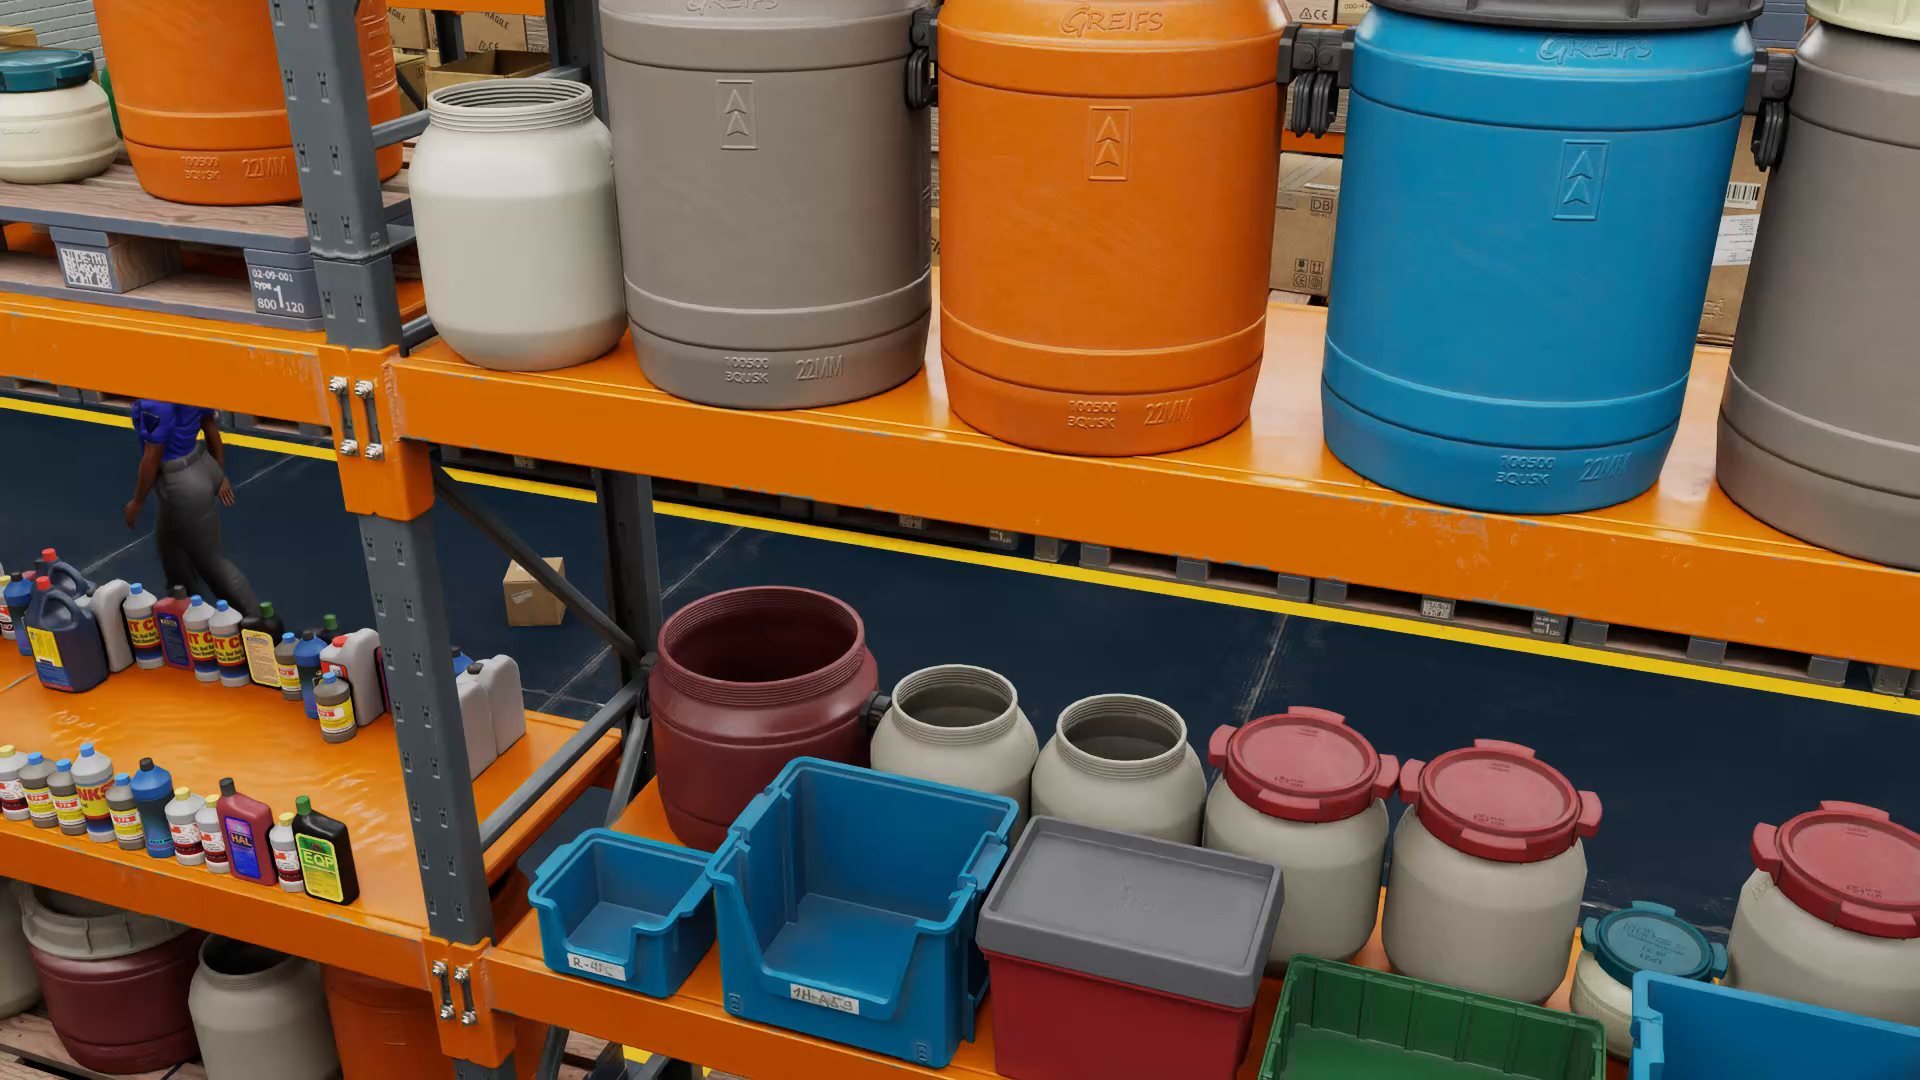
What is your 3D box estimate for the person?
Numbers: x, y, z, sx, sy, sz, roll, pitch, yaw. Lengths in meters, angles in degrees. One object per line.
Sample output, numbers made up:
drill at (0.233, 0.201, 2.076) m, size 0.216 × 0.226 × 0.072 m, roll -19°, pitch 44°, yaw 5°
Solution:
person at (-3.578, -0.205, 7.581) m, size 0.627 × 1.716 × 0.443 m, roll -2°, pitch 26°, yaw -4°
